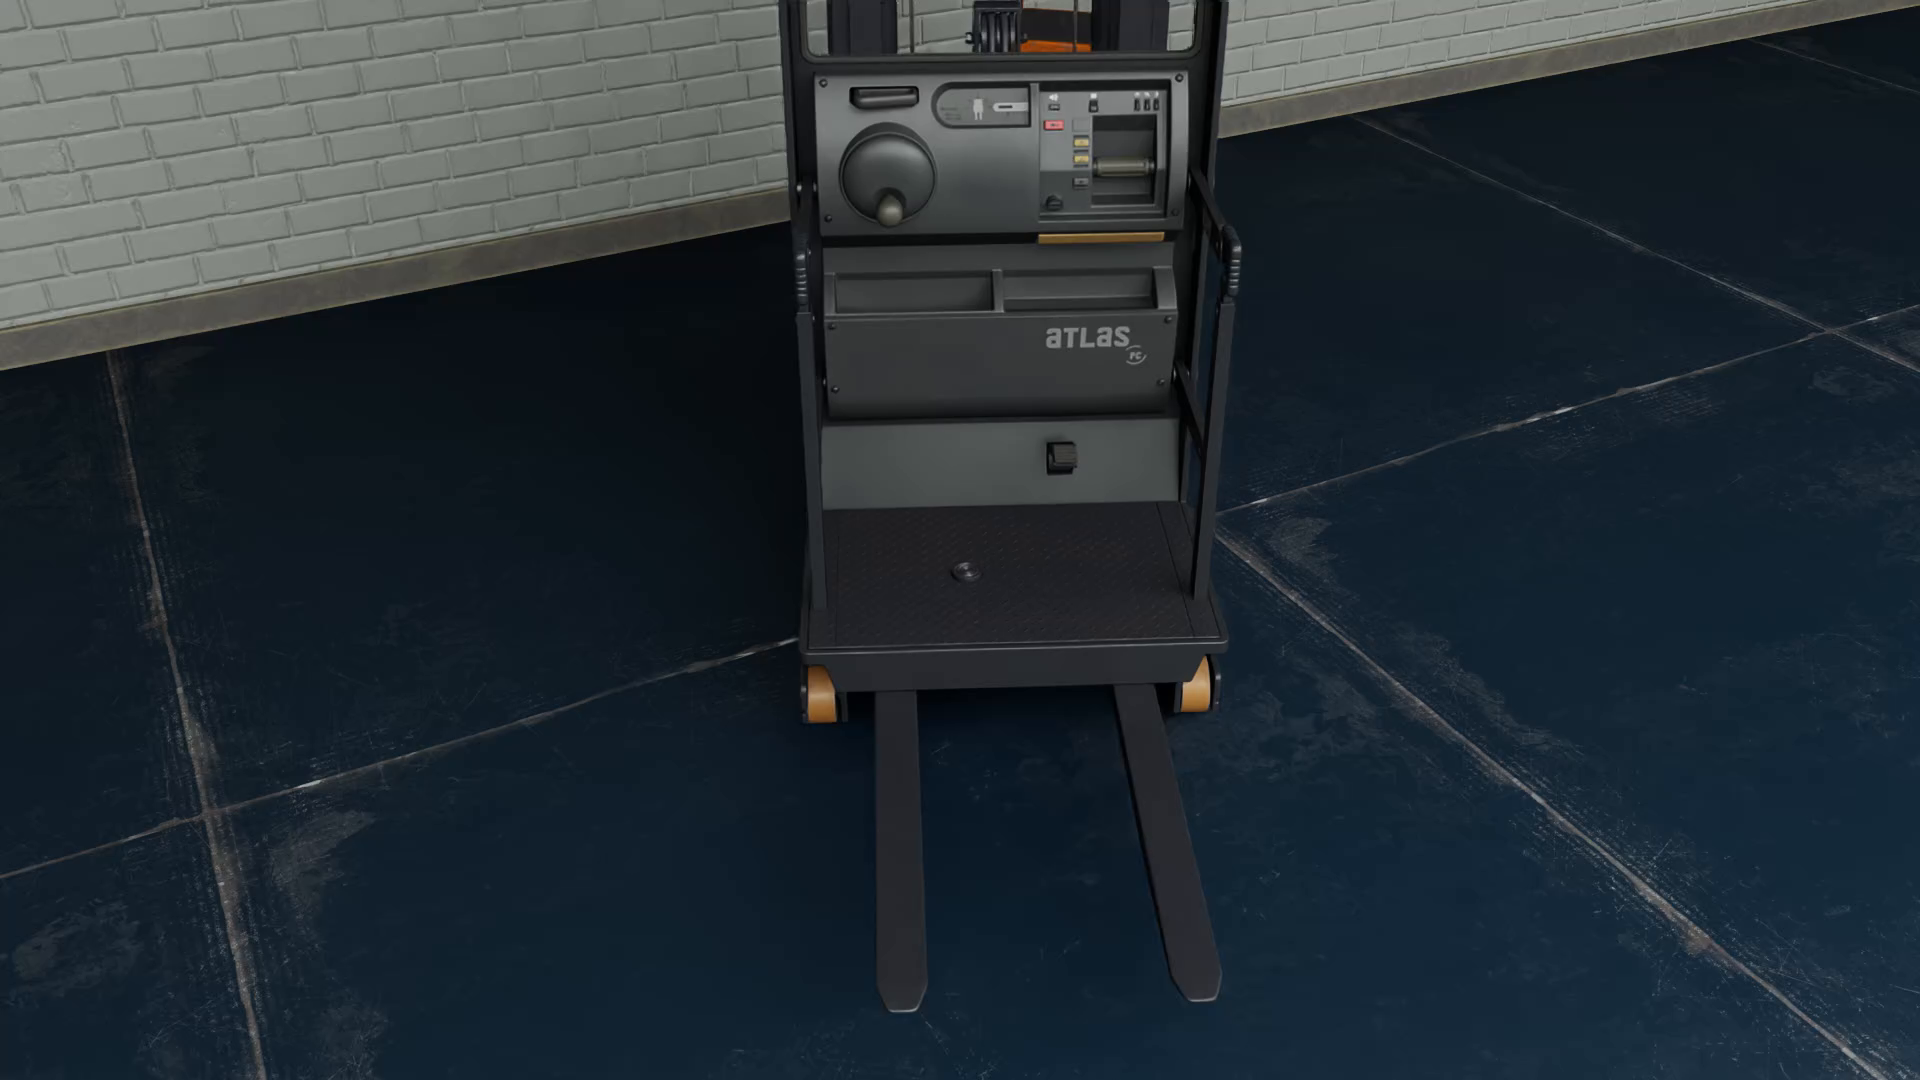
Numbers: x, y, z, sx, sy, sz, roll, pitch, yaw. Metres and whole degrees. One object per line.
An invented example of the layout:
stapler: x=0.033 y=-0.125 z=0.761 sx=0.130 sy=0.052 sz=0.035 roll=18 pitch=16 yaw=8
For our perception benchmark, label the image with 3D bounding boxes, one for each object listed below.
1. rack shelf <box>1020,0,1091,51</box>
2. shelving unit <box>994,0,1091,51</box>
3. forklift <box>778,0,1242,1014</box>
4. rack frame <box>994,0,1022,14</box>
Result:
rack shelf: x=0.395 y=-1.547 z=5.740 sx=0.480 sy=0.518 sz=0.431 roll=8 pitch=33 yaw=13
shelving unit: x=0.395 y=-1.558 z=5.732 sx=0.503 sy=2.100 sz=0.431 roll=8 pitch=33 yaw=13
forklift: x=0.118 y=-0.919 z=3.968 sx=1.130 sy=2.935 sz=3.031 roll=-1 pitch=33 yaw=-2
rack frame: x=0.159 y=-1.591 z=5.786 sx=0.015 sy=2.100 sz=0.400 roll=8 pitch=33 yaw=13
